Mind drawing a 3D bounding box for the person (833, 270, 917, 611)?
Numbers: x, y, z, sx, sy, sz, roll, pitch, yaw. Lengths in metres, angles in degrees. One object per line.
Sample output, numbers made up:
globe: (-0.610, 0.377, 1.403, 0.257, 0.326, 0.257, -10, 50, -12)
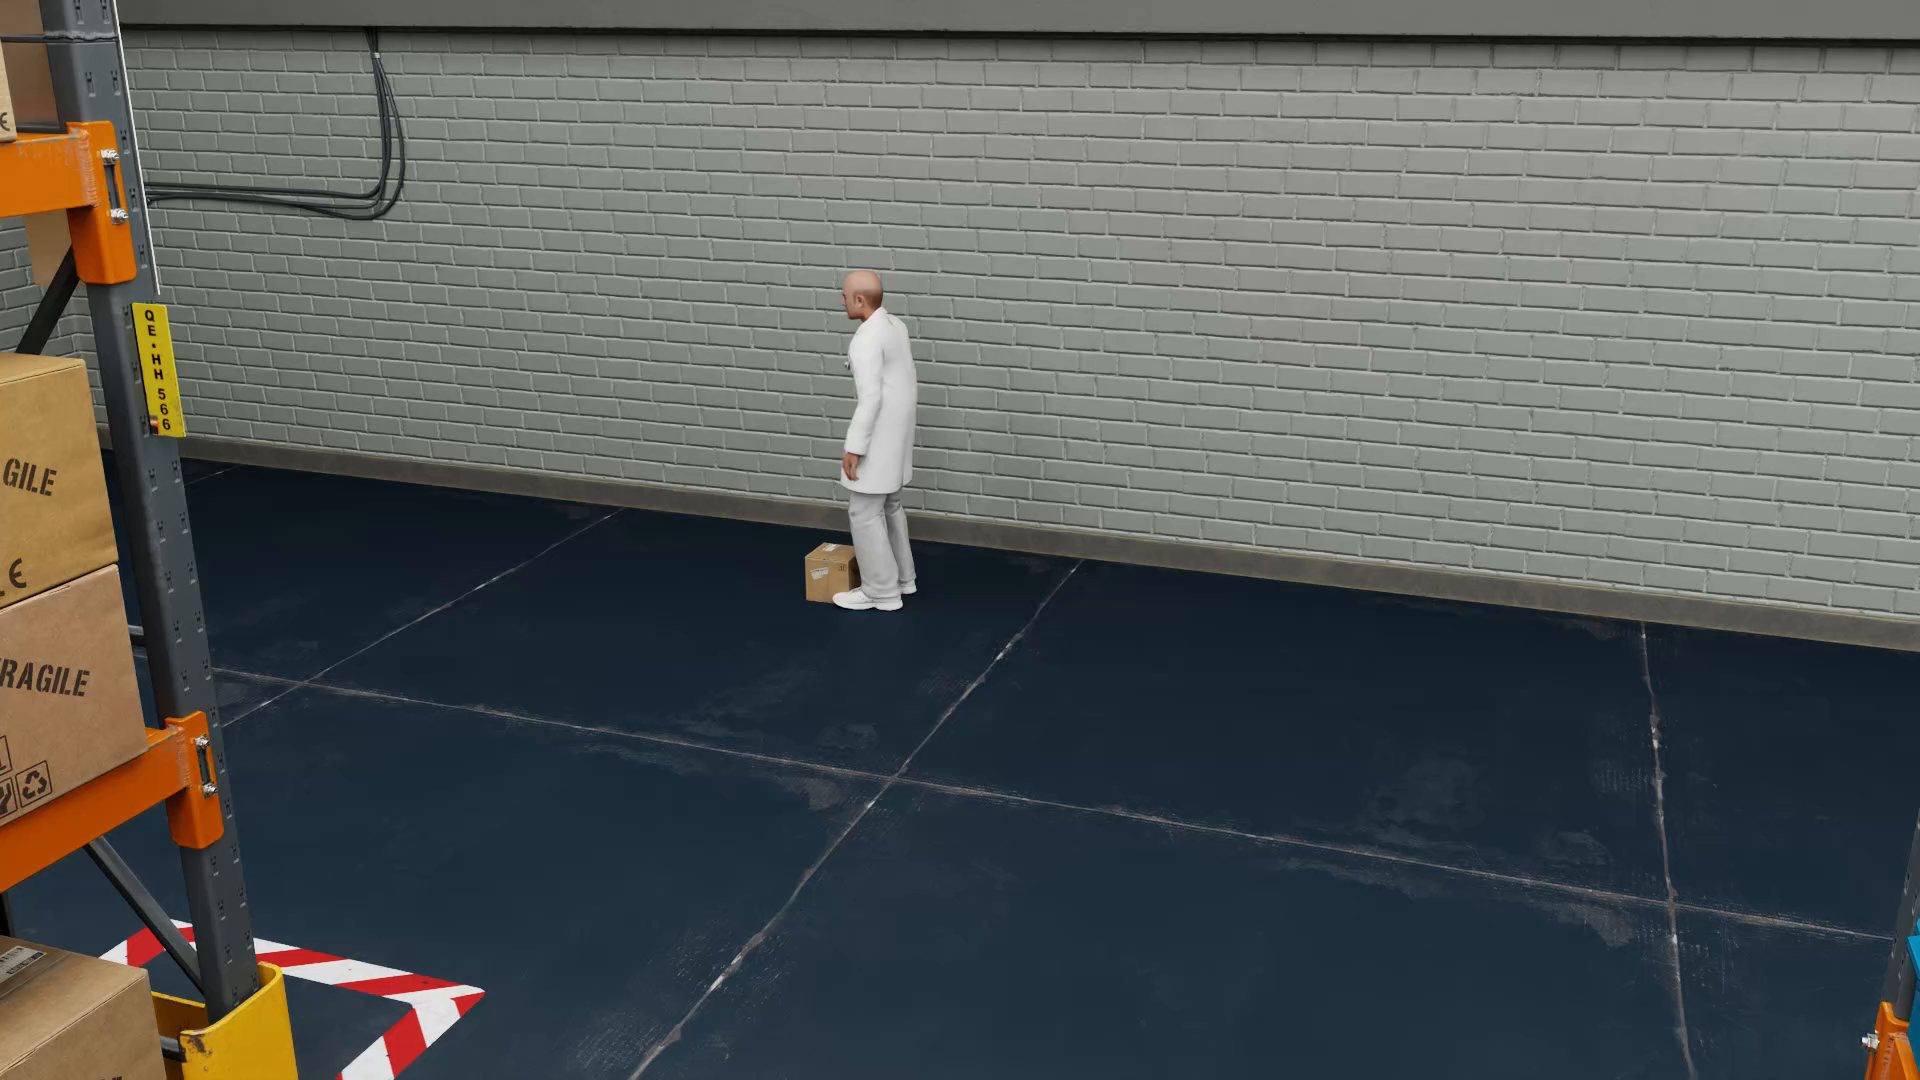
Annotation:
person: (-0.438, -0.515, 8.634, 0.420, 1.775, 0.655, 5, 19, 16)
